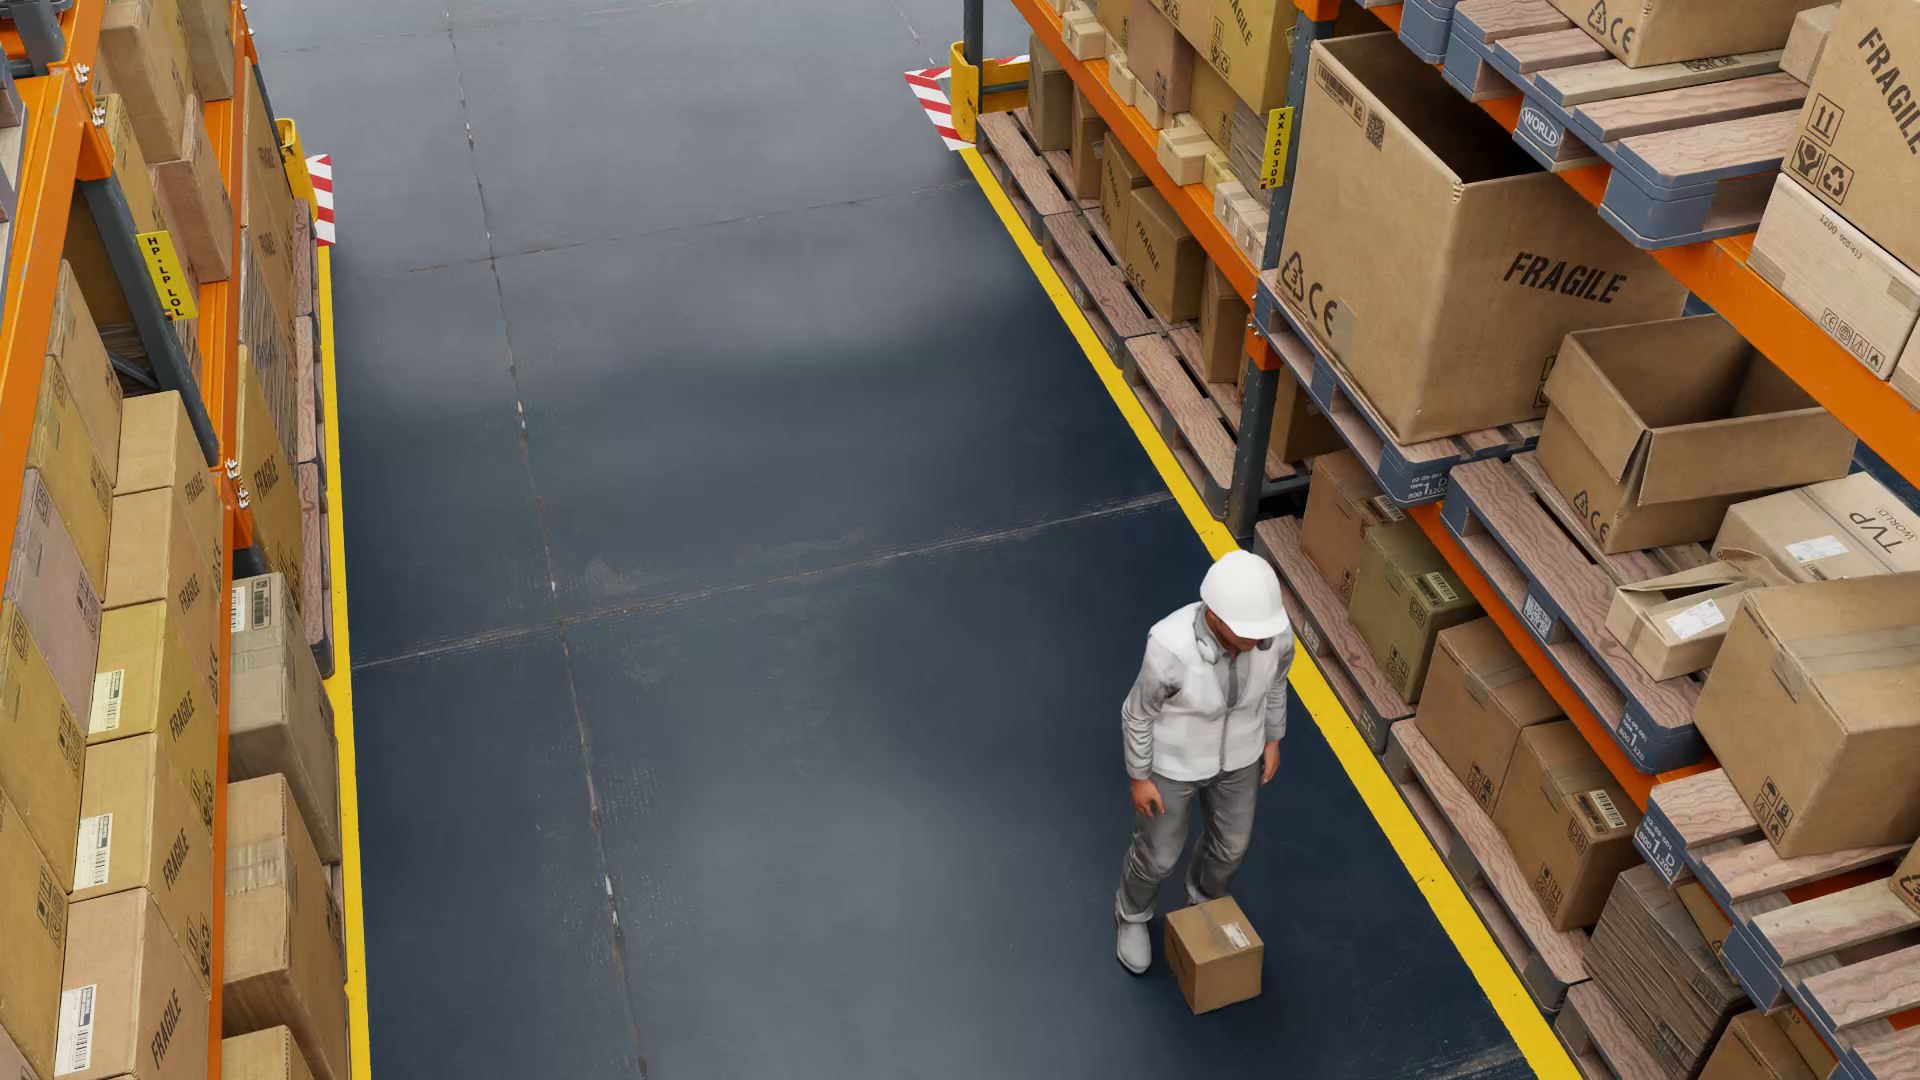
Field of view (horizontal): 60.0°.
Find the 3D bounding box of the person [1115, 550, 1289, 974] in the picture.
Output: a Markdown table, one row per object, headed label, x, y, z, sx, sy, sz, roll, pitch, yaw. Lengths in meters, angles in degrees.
| label | x | y | z | sx | sy | sz | roll | pitch | yaw |
| --- | --- | --- | --- | --- | --- | --- | --- | --- | --- |
| person | 4.059 | -1.529 | 4.822 | 7.450 | 5.808 | 11.427 | -13 | 44 | -14 |
